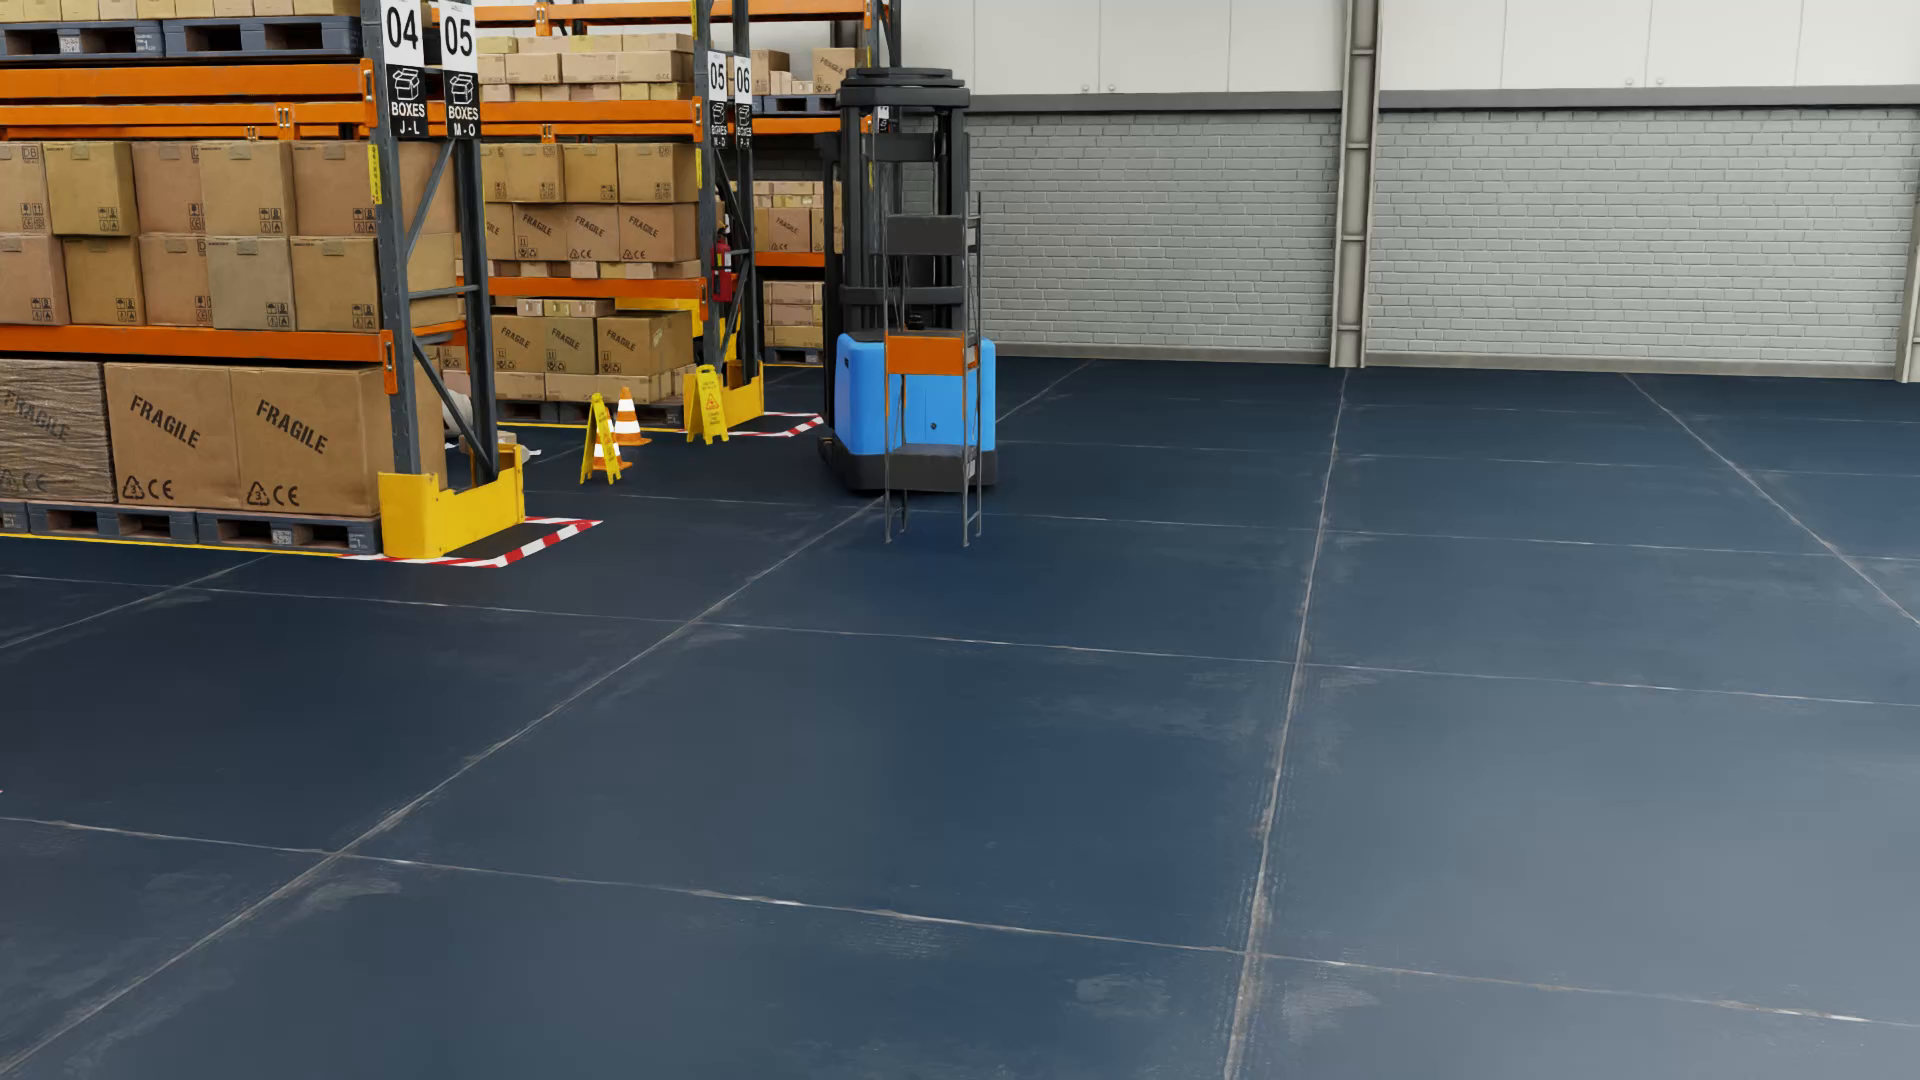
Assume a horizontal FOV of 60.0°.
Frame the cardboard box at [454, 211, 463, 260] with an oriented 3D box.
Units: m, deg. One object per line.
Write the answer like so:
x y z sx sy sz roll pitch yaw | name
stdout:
-4.592 -2.797 14.997 0.500 0.500 0.500 3 13 13 | cardboard box

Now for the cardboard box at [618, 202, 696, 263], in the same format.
-2.639 -2.691 14.520 0.500 0.500 0.500 3 13 13 | cardboard box

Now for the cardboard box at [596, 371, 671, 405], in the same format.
-2.919 -1.376 14.889 0.500 0.250 0.500 3 13 13 | cardboard box

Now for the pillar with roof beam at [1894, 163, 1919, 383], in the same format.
9.298 -5.197 12.883 0.400 9.000 9.100 3 13 14 | pillar with roof beam

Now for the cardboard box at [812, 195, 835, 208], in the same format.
-1.520 -3.902 19.169 0.250 0.149 0.380 3 13 14 | cardboard box

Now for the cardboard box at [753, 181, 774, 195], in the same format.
-2.270 -4.089 19.322 0.250 0.149 0.380 3 13 15 | cardboard box

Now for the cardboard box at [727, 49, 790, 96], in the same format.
-2.319 -5.384 19.218 0.500 0.500 0.700 3 13 14 | cardboard box

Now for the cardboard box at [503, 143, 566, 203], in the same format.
-3.604 -3.222 14.606 0.500 0.500 0.700 3 13 13 | cardboard box

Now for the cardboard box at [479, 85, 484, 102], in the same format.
-4.187 -3.928 14.668 0.250 0.149 0.380 3 13 14 | cardboard box

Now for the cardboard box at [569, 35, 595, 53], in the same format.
-3.173 -4.268 14.360 0.250 0.149 0.380 3 13 14 | cardboard box

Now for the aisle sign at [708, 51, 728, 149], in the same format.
-2.056 -3.732 14.126 0.004 0.787 0.394 3 13 14 | aisle sign

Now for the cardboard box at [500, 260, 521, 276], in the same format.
-3.940 -2.462 14.985 0.250 0.149 0.380 3 13 14 | cardboard box

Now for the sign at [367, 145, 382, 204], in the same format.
-3.278 -2.048 9.320 0.005 0.325 0.100 3 13 14 | sign

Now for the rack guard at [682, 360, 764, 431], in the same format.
-2.120 -1.310 14.986 0.348 0.500 1.175 3 13 14 | rack guard

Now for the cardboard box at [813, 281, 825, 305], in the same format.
-1.383 -2.880 19.359 0.500 0.250 0.500 4 13 15 | cardboard box

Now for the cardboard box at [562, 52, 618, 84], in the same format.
-3.093 -4.062 14.352 0.500 0.250 0.500 3 13 13 | cardboard box

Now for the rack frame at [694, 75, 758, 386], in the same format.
-2.046 -2.527 14.697 0.127 3.000 1.000 3 13 14 | rack frame

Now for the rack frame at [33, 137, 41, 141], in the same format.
-12.511 -4.193 22.210 0.127 3.000 1.000 3 13 14 | rack frame

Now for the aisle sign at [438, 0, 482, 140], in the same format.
-2.994 -2.809 9.968 0.004 0.787 0.394 3 13 14 | aisle sign

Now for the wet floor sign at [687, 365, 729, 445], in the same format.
-2.118 -1.142 13.894 0.232 0.644 0.267 8 15 33 | wet floor sign

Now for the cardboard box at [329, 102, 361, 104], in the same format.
-5.446 -3.982 14.913 0.250 0.149 0.380 3 13 14 | cardboard box

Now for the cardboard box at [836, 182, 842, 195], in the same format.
-1.259 -4.056 19.173 0.250 0.149 0.380 3 13 14 | cardboard box

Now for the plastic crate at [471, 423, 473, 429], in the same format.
-4.602 -1.055 14.805 0.583 0.080 0.402 -1 13 -6 | plastic crate

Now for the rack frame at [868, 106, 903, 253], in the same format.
-0.861 -3.571 19.403 0.127 3.000 1.000 3 13 14 | rack frame

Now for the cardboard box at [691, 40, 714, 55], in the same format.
-2.343 -4.319 14.590 0.250 0.149 0.380 3 13 13 | cardboard box

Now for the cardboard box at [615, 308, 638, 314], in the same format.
-3.295 -1.883 15.442 0.500 0.500 0.500 3 13 11 | cardboard box

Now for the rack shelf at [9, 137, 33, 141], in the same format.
-14.453 -5.410 22.430 4.000 0.370 1.077 3 13 14 | rack shelf

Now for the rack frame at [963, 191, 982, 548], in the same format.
0.076 -1.021 9.988 0.015 2.100 0.400 3 13 14 | rack frame

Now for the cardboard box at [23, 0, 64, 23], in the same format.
-5.269 -3.114 9.800 0.250 0.149 0.380 3 13 14 | cardboard box

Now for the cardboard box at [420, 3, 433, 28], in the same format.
-3.390 -3.161 10.012 0.250 0.149 0.380 3 13 14 | cardboard box

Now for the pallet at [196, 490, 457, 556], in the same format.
-3.929 -0.144 10.397 1.213 0.211 1.003 3 13 14 | pallet

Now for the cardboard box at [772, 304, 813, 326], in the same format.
-1.893 -2.665 19.546 0.500 0.250 0.500 3 13 13 | cardboard box

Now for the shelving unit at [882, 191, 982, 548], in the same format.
-0.161 -1.034 10.045 0.503 2.100 0.431 3 13 14 | shelving unit

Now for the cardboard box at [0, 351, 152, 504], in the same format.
-5.548 -0.763 10.681 0.875 0.875 0.875 3 13 14 | cardboard box

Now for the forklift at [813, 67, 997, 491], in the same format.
-0.515 -2.048 12.700 1.130 2.935 3.031 -2 13 -10 | forklift

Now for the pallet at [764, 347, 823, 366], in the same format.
-1.613 -2.240 19.844 1.213 0.211 1.003 3 13 14 | pallet

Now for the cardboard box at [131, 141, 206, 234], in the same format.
-4.552 -2.175 10.273 0.550 0.550 0.875 3 13 14 | cardboard box

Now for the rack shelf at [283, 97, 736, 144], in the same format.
-3.988 -3.744 14.918 4.000 0.370 1.077 3 13 14 | rack shelf

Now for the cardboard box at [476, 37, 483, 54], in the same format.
-4.173 -4.317 14.580 0.250 0.149 0.380 3 13 15 | cardboard box

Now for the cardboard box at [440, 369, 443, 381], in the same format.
-4.901 -1.484 15.377 0.500 0.250 0.500 4 13 17 | cardboard box

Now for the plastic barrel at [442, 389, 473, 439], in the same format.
-4.414 -1.058 14.024 0.512 0.421 0.421 -9 15 -35 | plastic barrel

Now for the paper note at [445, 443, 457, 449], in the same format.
-4.230 -0.778 13.695 0.142 0.019 0.148 8 15 33 | paper note

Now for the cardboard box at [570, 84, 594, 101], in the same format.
-3.189 -3.882 14.462 0.250 0.149 0.380 3 13 14 | cardboard box

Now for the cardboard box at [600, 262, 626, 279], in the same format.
-2.977 -2.386 14.643 0.250 0.149 0.380 3 13 13 | cardboard box

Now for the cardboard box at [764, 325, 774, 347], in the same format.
-2.357 -2.447 19.716 0.500 0.250 0.500 3 13 14 | cardboard box

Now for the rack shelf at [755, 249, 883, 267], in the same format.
-2.802 -3.323 19.948 4.000 0.370 1.077 3 13 14 | rack shelf

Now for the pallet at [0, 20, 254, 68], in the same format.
-5.045 -3.001 10.113 1.213 0.211 1.003 3 13 14 | pallet

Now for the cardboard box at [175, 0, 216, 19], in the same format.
-4.278 -3.062 9.563 0.250 0.149 0.380 3 13 14 | cardboard box

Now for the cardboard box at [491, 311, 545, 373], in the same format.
-3.882 -1.796 15.052 0.500 0.500 0.500 3 13 12 | cardboard box

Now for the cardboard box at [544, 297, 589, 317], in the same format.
-3.502 -2.078 14.822 0.250 0.149 0.380 3 13 14 | cardboard box

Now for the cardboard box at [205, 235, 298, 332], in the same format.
-4.045 -1.587 10.117 0.550 0.550 0.875 3 13 14 | cardboard box

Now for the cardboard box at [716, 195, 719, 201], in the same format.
-2.737 -3.989 19.558 0.250 0.149 0.380 3 13 13 | cardboard box
